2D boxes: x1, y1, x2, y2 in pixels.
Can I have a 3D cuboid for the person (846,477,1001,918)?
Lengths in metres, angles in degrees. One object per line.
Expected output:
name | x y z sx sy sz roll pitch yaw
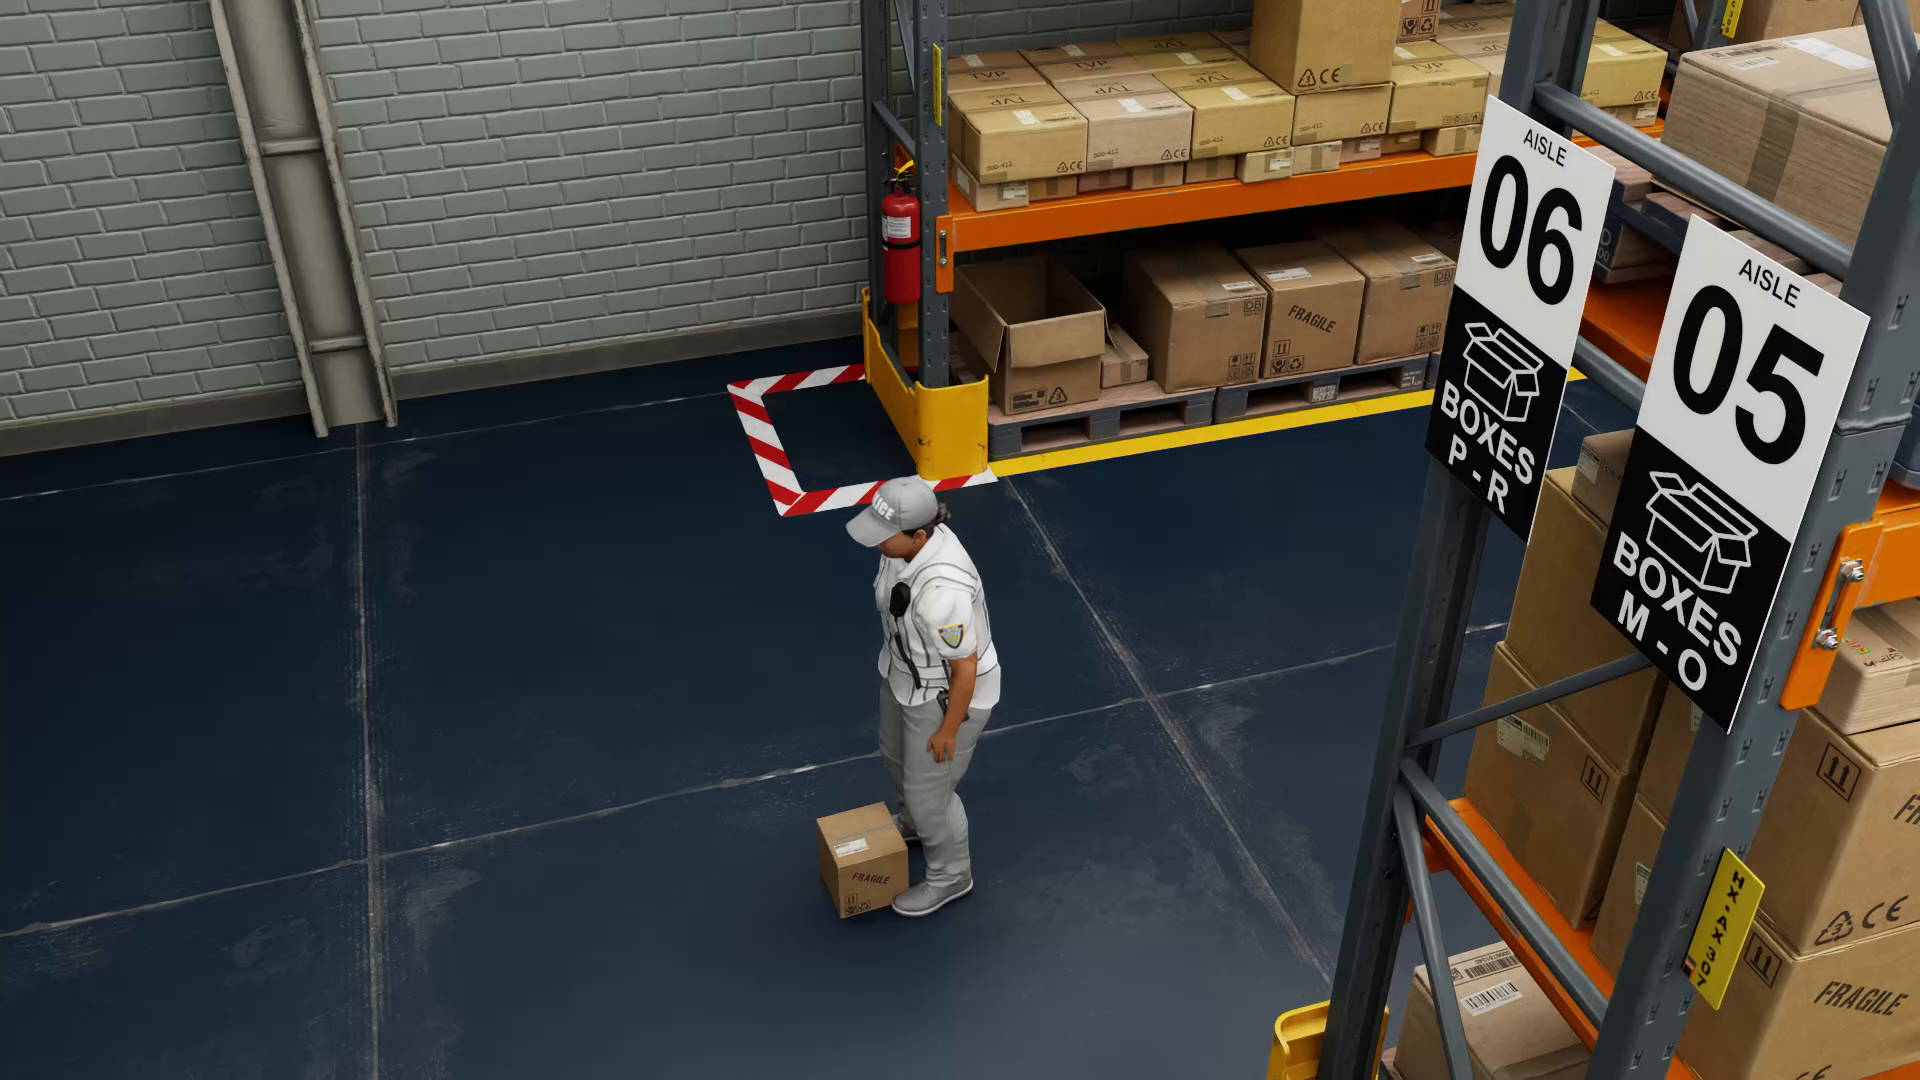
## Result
person | -0.130 0.483 5.424 0.468 1.665 0.558 -12 36 -17
